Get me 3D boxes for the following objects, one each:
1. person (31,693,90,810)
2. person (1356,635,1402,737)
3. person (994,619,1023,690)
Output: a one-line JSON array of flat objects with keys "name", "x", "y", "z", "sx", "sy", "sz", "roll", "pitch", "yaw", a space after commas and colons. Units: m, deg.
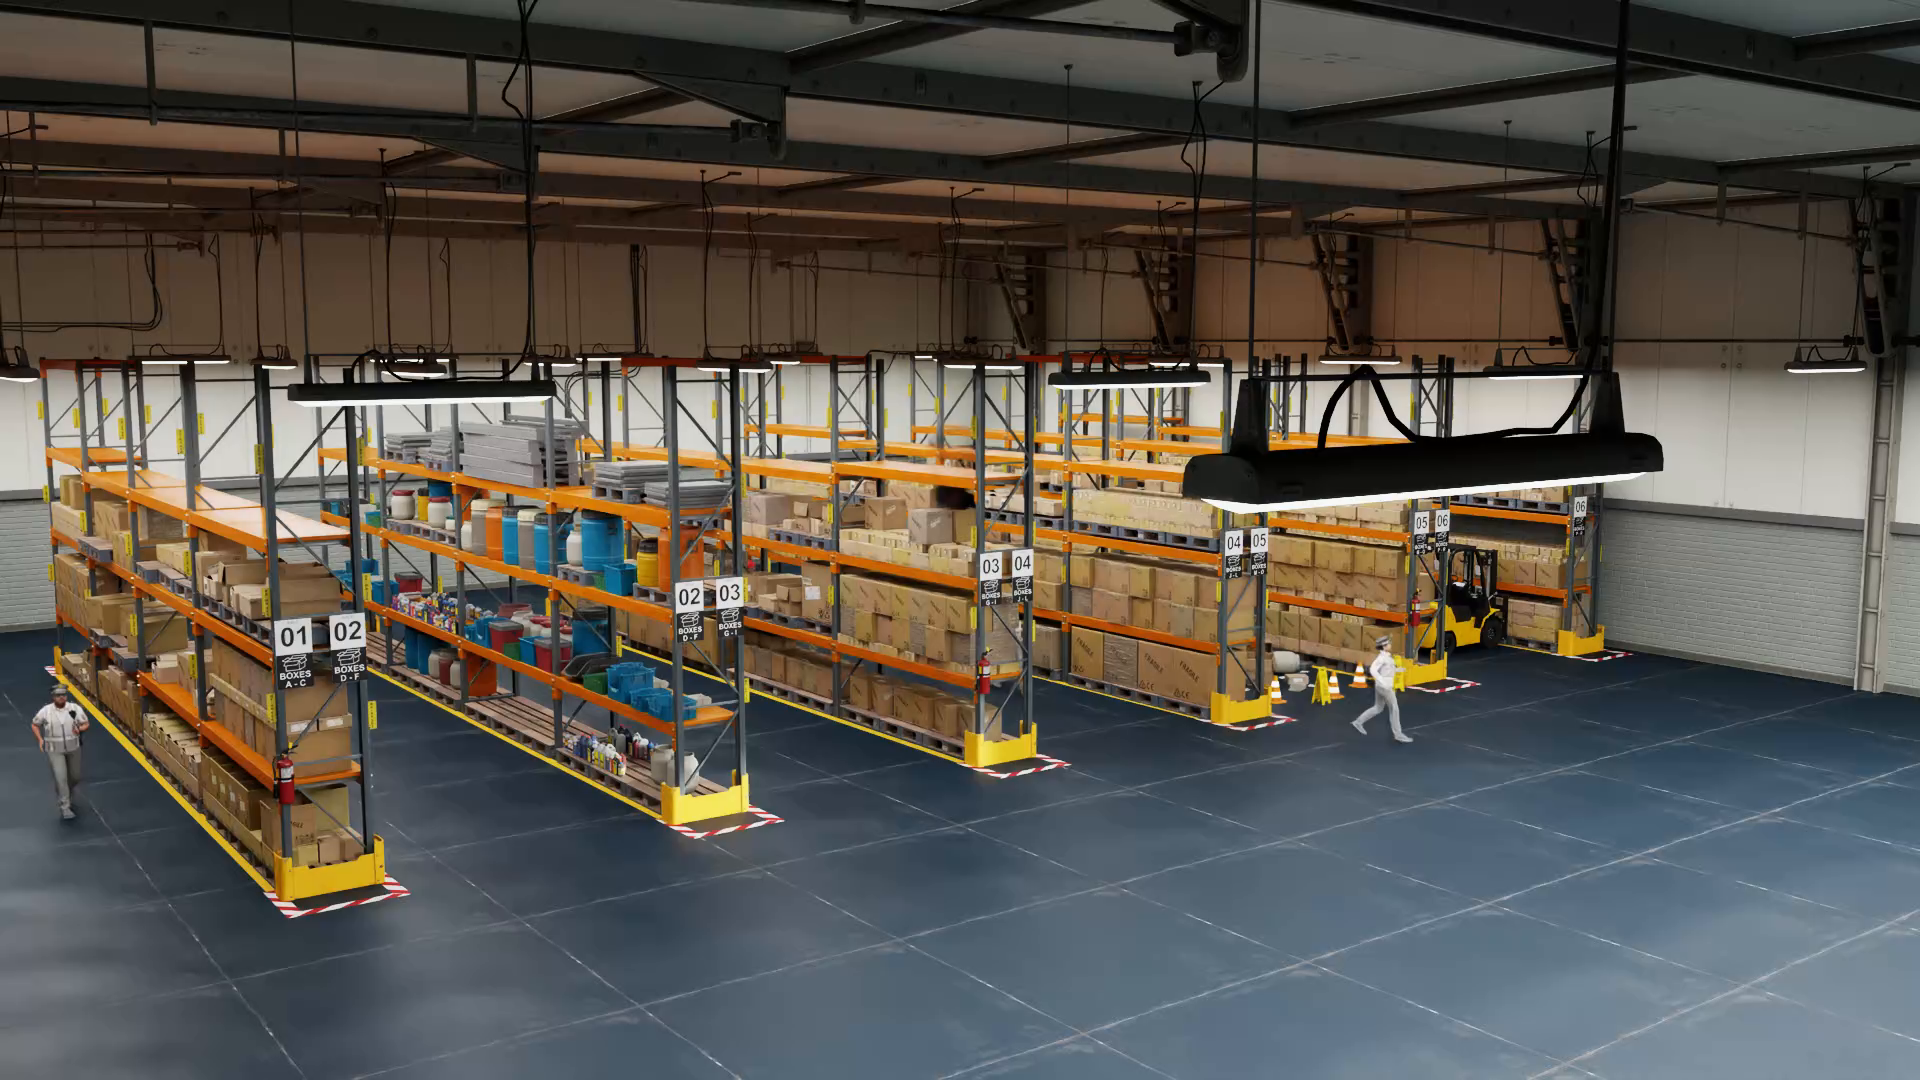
[{"name": "person", "x": -12.017, "y": 2.811, "z": 22.272, "sx": 0.673, "sy": 1.570, "sz": 0.775, "roll": -5, "pitch": 9, "yaw": -38}, {"name": "person", "x": 6.626, "y": 2.286, "z": 26.251, "sx": 0.735, "sy": 1.608, "sz": 0.372, "roll": 1, "pitch": 7, "yaw": 10}, {"name": "person", "x": 0.918, "y": 1.882, "z": 29.948, "sx": 0.598, "sy": 1.715, "sz": 0.884, "roll": -6, "pitch": 9, "yaw": -40}]
